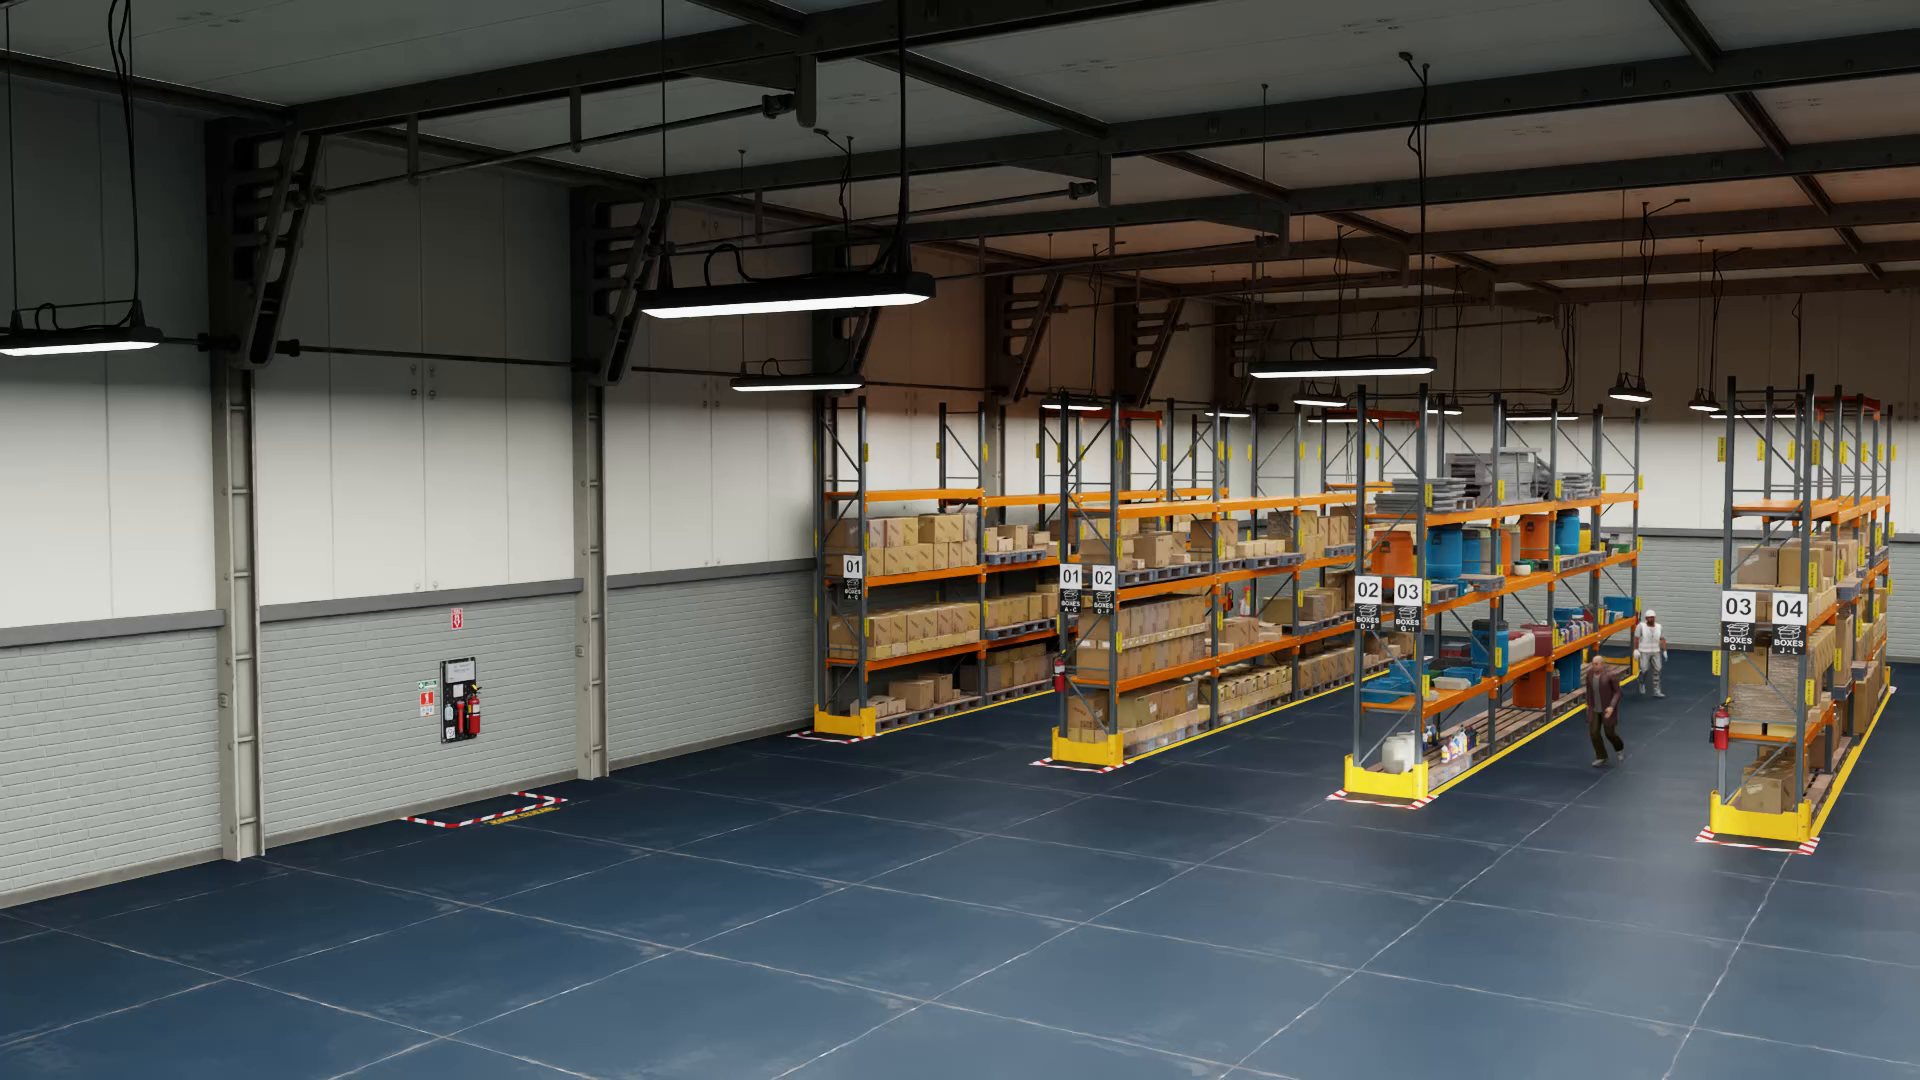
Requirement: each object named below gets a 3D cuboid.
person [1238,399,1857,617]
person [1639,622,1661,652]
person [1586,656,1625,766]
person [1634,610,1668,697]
[{"bbox_3d":[11.042,0.200,34.450,13.757,5.820,5.812,2,4,34],"label":"person"},{"bbox_3d":[16.384,2.856,24.559,1.463,1.674,20.026,-1,3,-10],"label":"person"},{"bbox_3d":[10.387,2.727,26.752,0.751,1.757,0.602,-3,4,-43],"label":"person"},{"bbox_3d":[14.149,2.312,34.087,0.661,1.780,0.581,0,3,1],"label":"person"}]
